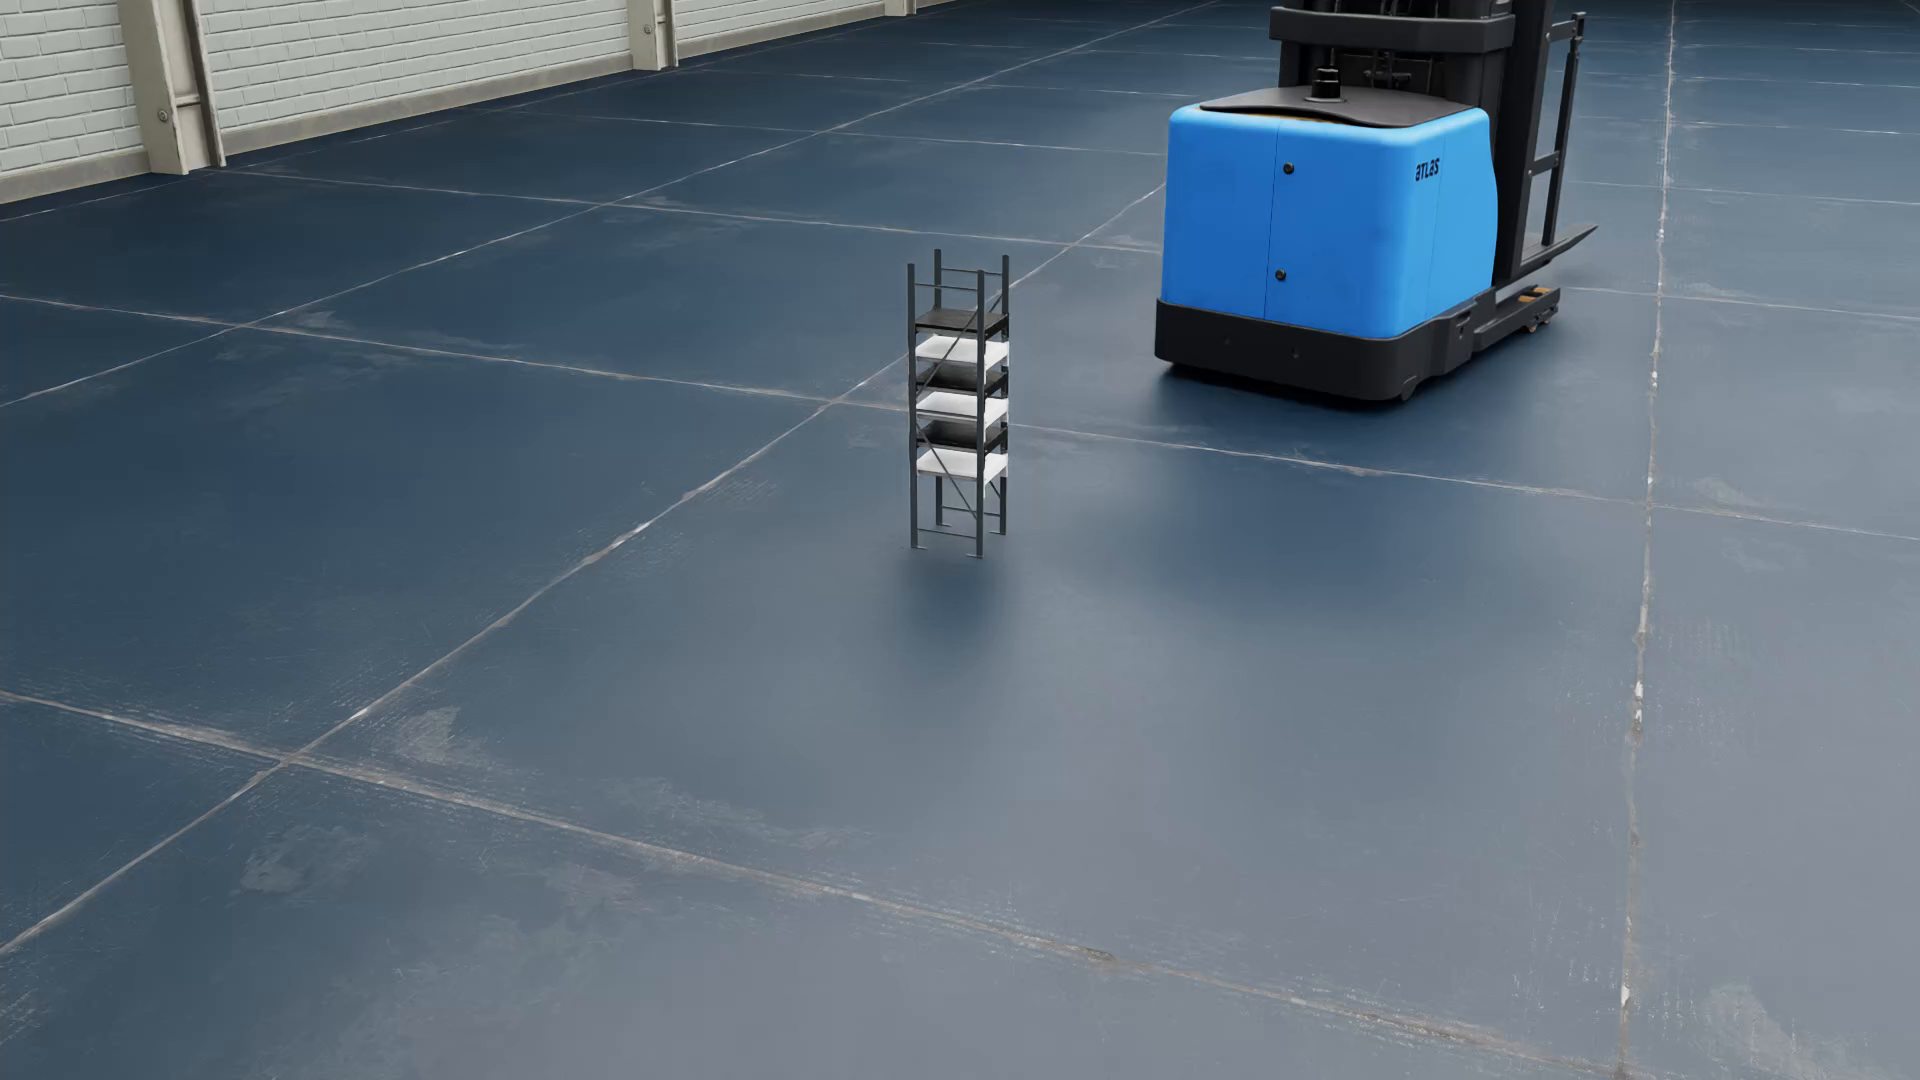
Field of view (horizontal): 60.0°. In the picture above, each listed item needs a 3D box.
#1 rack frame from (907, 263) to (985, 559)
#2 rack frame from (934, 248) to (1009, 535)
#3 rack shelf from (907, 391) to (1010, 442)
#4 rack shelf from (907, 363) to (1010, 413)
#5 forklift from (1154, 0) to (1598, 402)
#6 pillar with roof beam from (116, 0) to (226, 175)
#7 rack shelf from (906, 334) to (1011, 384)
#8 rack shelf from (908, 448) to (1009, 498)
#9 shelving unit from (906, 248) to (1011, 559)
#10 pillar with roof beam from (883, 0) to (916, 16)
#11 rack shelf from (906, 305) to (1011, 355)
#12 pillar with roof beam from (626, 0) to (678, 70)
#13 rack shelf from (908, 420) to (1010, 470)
[{"bbox_3d":[-0.041,-0.376,4.983,0.240,0.900,0.006,9,24,20],"label":"rack frame"},{"bbox_3d":[0.035,-0.449,5.157,0.240,0.900,0.006,9,24,20],"label":"rack frame"},{"bbox_3d":[-0.003,-0.382,5.082,0.258,0.077,0.200,9,24,20],"label":"rack shelf"},{"bbox_3d":[-0.003,-0.465,5.048,0.258,0.077,0.200,9,24,20],"label":"rack shelf"},{"bbox_3d":[2.098,-2.386,7.160,1.130,2.935,3.031,16,28,34],"label":"forklift"},{"bbox_3d":[-1.247,-6.059,8.080,9.100,9.000,0.400,9,24,20],"label":"pillar with roof beam"},{"bbox_3d":[-0.003,-0.548,5.013,0.258,0.077,0.200,9,24,20],"label":"rack shelf"},{"bbox_3d":[-0.003,-0.215,5.152,0.258,0.077,0.200,9,24,20],"label":"rack shelf"},{"bbox_3d":[-0.003,-0.412,5.070,0.258,0.900,0.210,9,24,20],"label":"shelving unit"},{"bbox_3d":[3.211,-10.353,18.361,9.100,9.000,0.400,9,24,20],"label":"pillar with roof beam"},{"bbox_3d":[-0.003,-0.631,4.978,0.258,0.077,0.200,9,24,20],"label":"rack shelf"},{"bbox_3d":[0.982,-8.206,13.221,9.100,9.000,0.400,9,24,20],"label":"pillar with roof beam"},{"bbox_3d":[-0.003,-0.299,5.117,0.258,0.077,0.200,9,24,20],"label":"rack shelf"}]
